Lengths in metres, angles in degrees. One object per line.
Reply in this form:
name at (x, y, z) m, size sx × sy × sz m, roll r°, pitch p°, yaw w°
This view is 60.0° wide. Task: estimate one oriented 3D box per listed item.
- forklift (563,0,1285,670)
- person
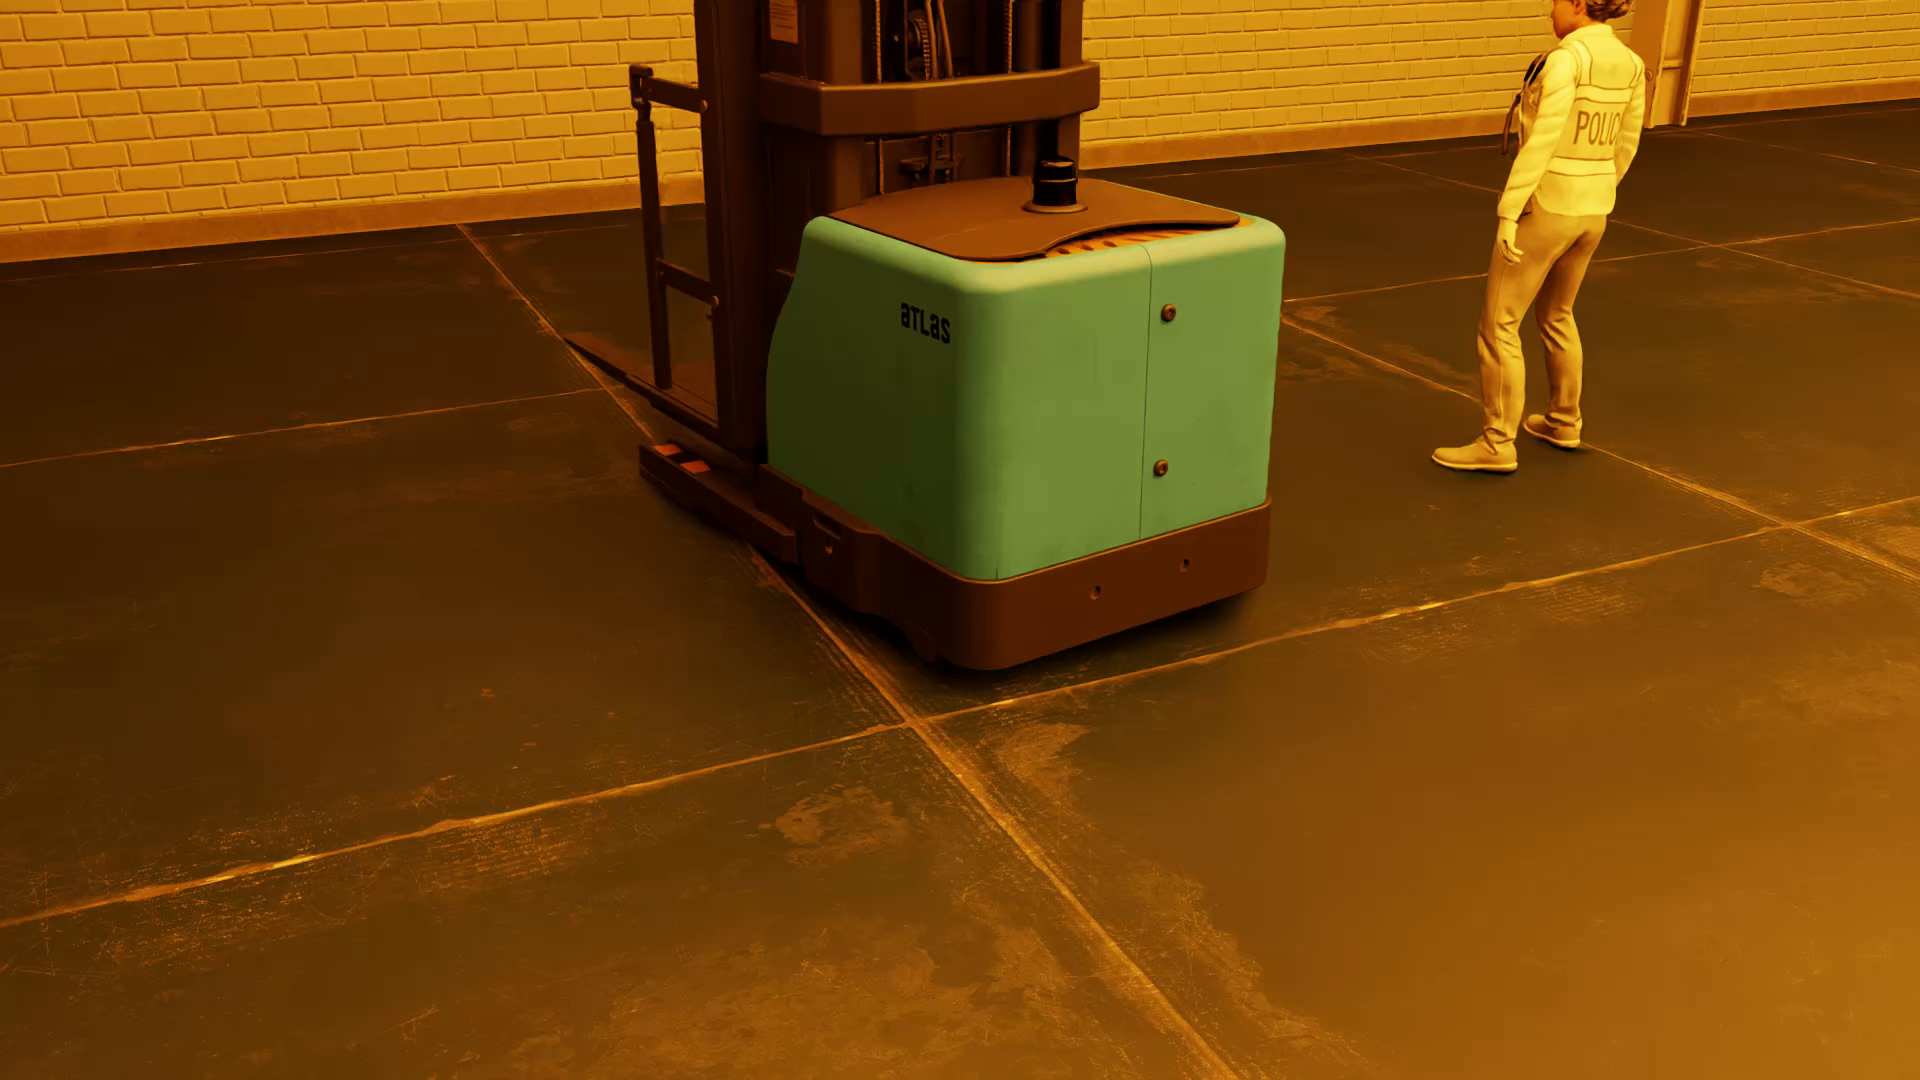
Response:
forklift at (-0.396, -1.537, 4.986) m, size 1.130 × 2.935 × 3.031 m, roll -15°, pitch 27°, yaw -32°
person at (1.979, -1.065, 5.528) m, size 0.687 × 1.665 × 0.350 m, roll -16°, pitch 27°, yaw -33°
